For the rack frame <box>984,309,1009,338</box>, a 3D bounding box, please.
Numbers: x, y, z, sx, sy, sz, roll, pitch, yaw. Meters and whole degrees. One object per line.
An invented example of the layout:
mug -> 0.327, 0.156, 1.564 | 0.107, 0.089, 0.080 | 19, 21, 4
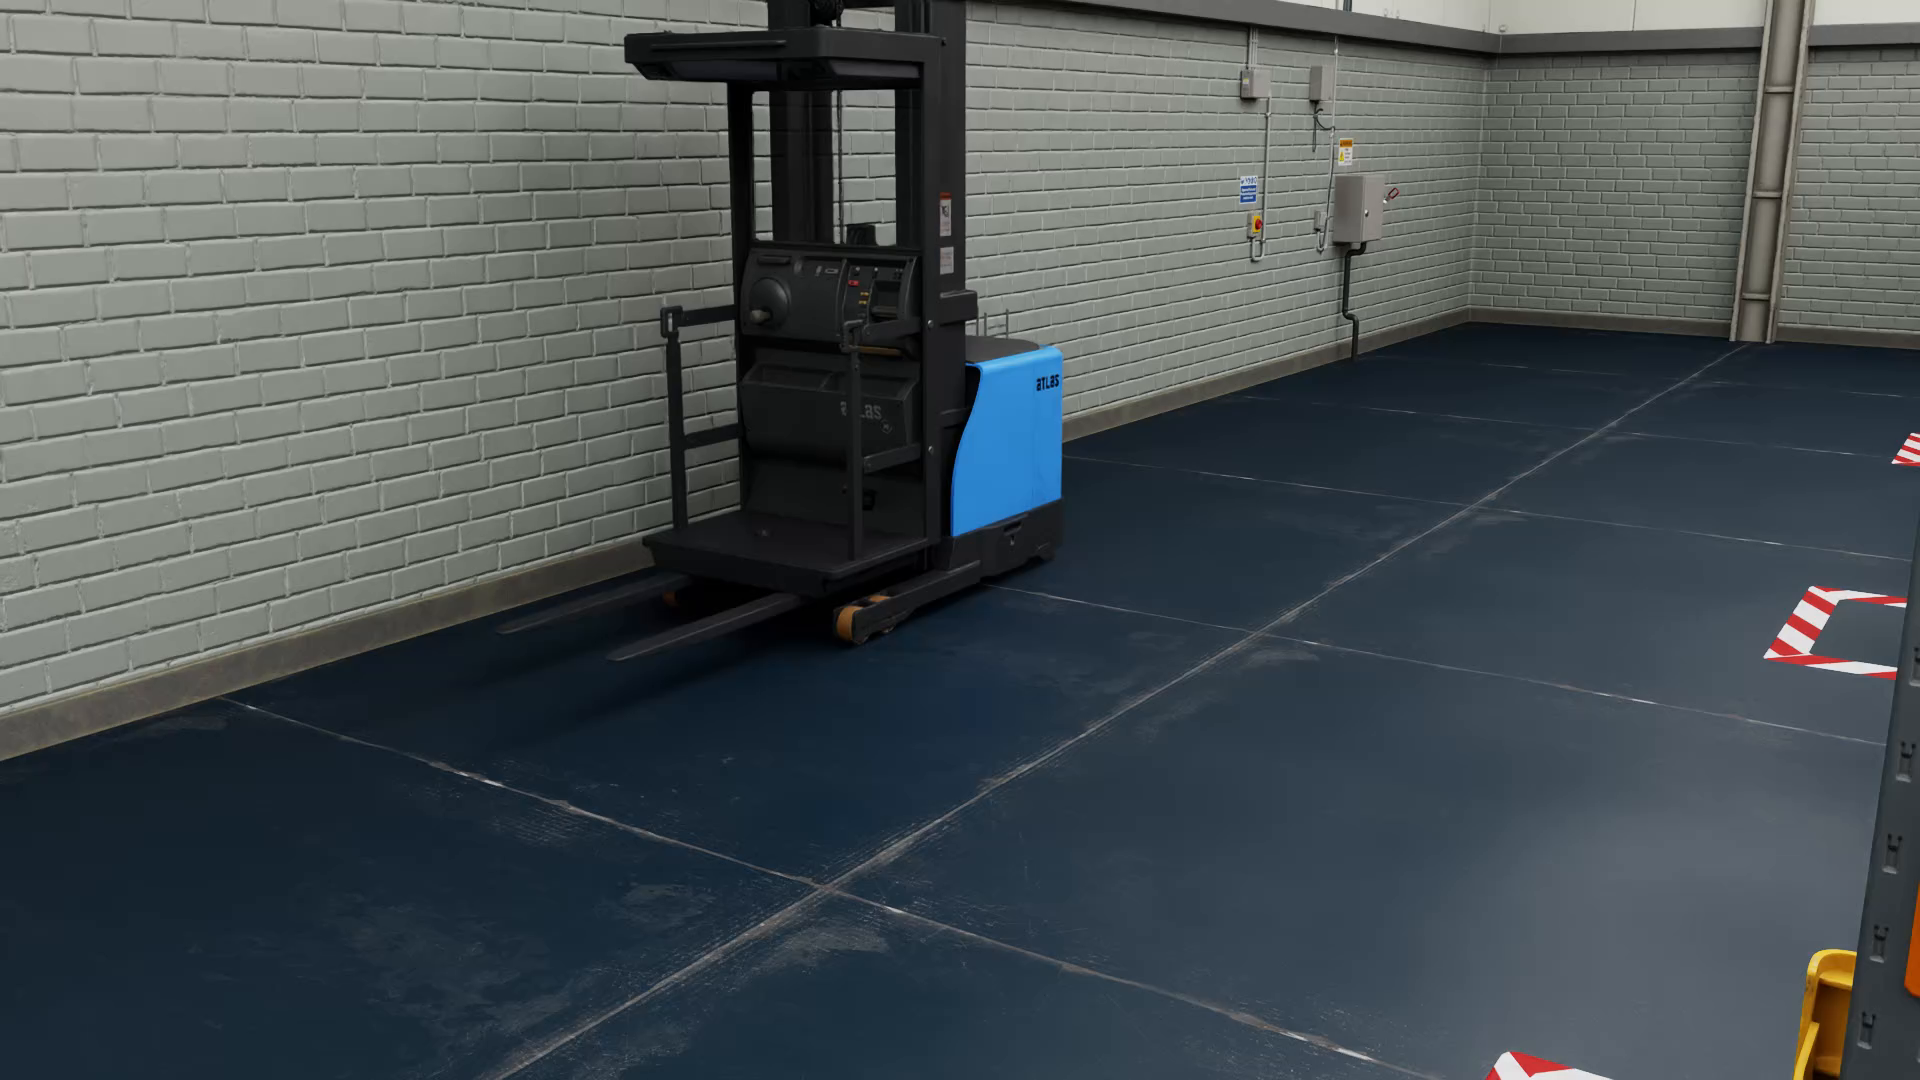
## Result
rack frame -> 0.189, -0.606, 8.774 | 0.006, 1.200, 0.240 | 9, 16, 31

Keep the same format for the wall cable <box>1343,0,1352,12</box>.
wall cable -> 4.255, -6.315, 15.527 | 0.133, 3.039, 2.988 | 9, 17, 33

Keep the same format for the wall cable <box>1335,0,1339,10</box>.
wall cable -> 2.669, -5.746, 13.308 | 0.029, 3.000, 2.355 | 9, 17, 33

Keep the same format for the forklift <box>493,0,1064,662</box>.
forklift -> -0.706, -1.110, 7.208 | 1.130, 2.935, 3.031 | 9, 17, 32

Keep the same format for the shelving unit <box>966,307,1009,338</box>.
shelving unit -> 0.112, -0.618, 8.821 | 0.189, 1.200, 0.258 | 9, 16, 31

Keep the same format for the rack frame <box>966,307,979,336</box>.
rack frame -> 0.034, -0.629, 8.868 | 0.006, 1.200, 0.240 | 9, 16, 31

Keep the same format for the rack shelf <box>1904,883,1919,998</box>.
rack shelf -> 3.253, 0.616, 1.591 | 4.000, 0.370, 1.077 | 9, 17, 33

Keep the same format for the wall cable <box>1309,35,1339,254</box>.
wall cable -> 3.214, -3.507, 14.633 | 0.122, 1.984, 0.588 | 9, 17, 33

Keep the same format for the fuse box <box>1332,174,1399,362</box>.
fuse box -> 3.726, -2.503, 15.374 | 0.414, 1.711, 0.539 | 9, 17, 33

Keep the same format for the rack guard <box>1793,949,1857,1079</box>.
rack guard -> 1.574, 1.208, 2.901 | 0.348, 0.500, 1.175 | 9, 17, 33

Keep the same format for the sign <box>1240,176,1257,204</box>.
sign -> 2.355, -2.859, 13.568 | 0.001, 0.218, 0.327 | 9, 17, 33

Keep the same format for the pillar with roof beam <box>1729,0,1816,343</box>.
pillar with roof beam -> 5.755, -5.563, 12.568 | 0.400, 9.000, 9.100 | 9, 17, 33

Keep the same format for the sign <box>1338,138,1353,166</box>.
sign -> 3.523, -3.546, 15.187 | 0.001, 0.242, 0.339 | 9, 17, 33

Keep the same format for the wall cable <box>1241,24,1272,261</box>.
wall cable -> 2.432, -3.238, 13.480 | 0.123, 1.953, 0.585 | 9, 17, 33
